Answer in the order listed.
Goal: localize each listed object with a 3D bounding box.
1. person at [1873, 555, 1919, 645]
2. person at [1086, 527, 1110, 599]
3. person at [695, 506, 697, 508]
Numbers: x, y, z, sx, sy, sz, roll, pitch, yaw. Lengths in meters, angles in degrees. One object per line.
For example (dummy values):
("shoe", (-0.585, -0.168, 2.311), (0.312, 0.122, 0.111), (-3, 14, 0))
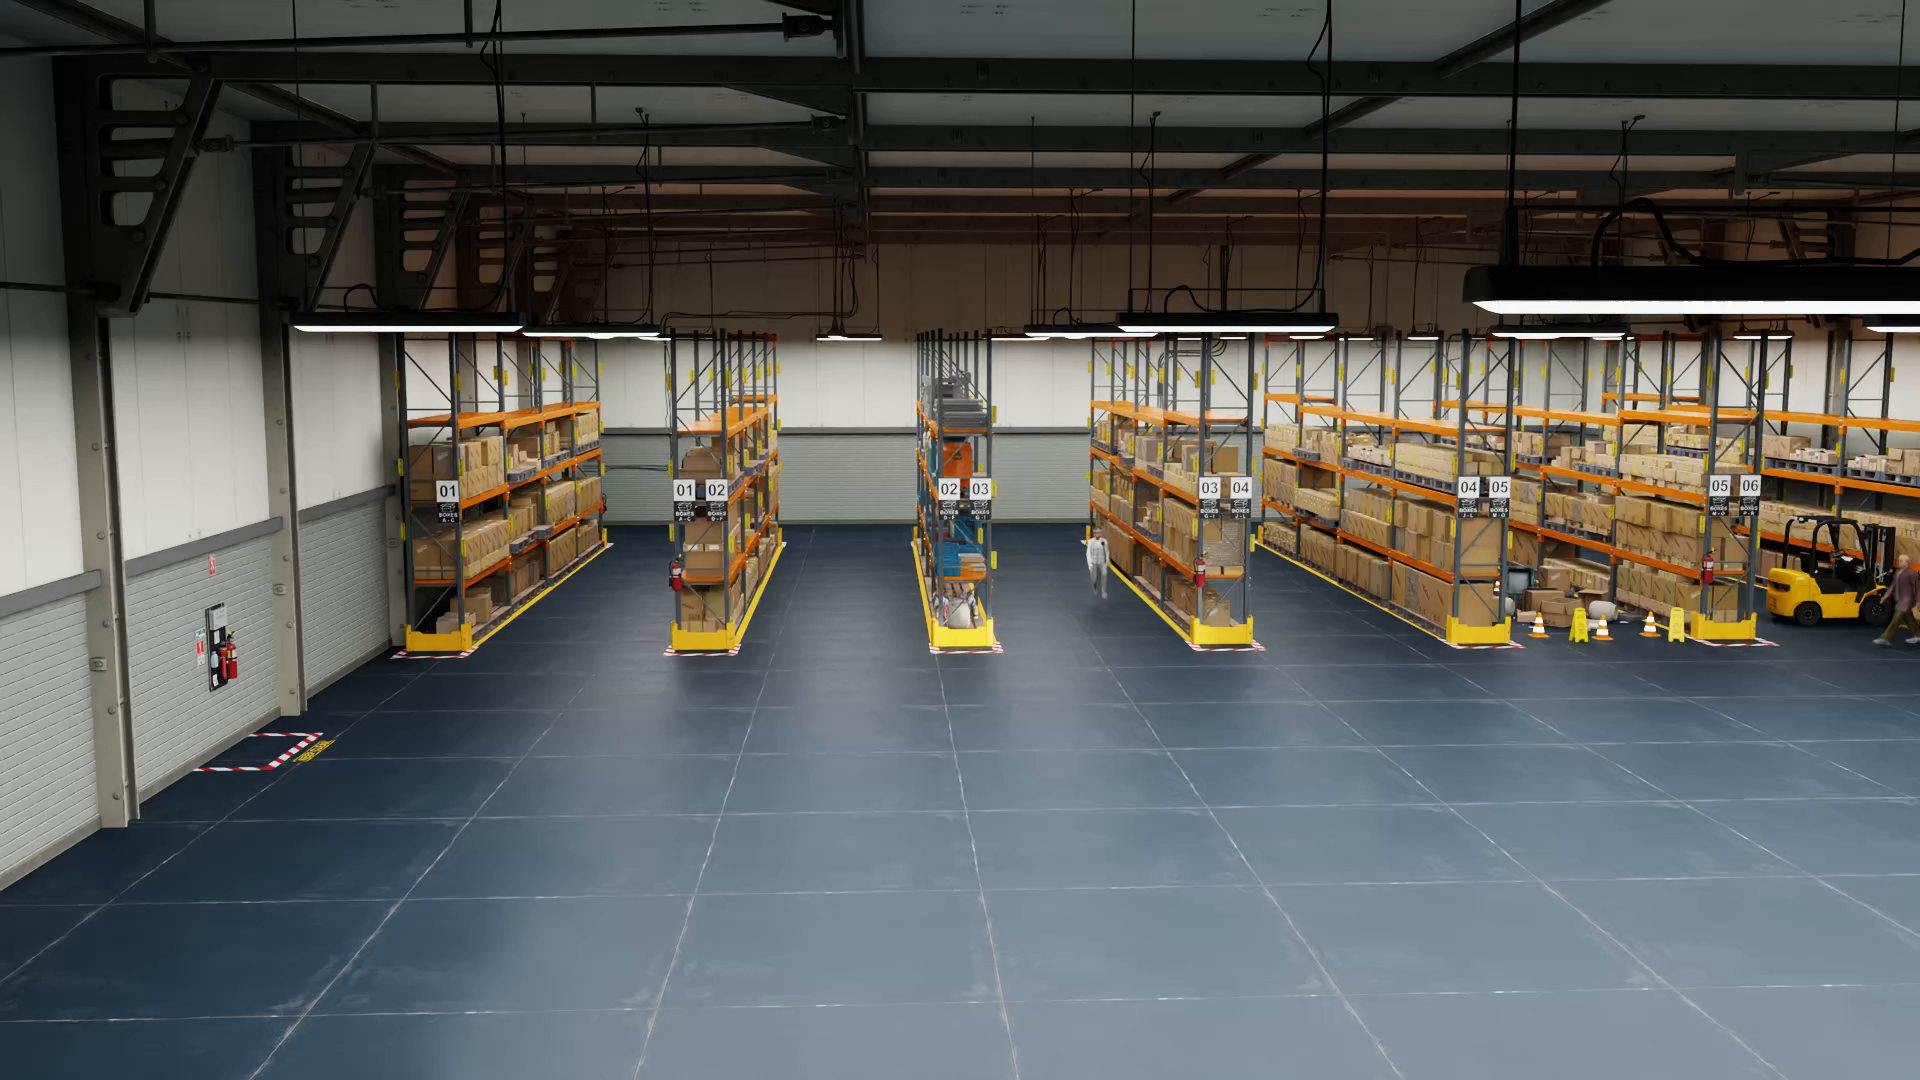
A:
("person", (17.850, 1.127, 31.560), (1.156, 1.712, 0.641), (-1, 7, -6))
("person", (2.981, 0.457, 35.974), (0.500, 1.514, 0.897), (1, 7, 6))
("person", (-7.266, -0.622, 46.443), (0.570, 1.773, 0.502), (3, 7, 21))
